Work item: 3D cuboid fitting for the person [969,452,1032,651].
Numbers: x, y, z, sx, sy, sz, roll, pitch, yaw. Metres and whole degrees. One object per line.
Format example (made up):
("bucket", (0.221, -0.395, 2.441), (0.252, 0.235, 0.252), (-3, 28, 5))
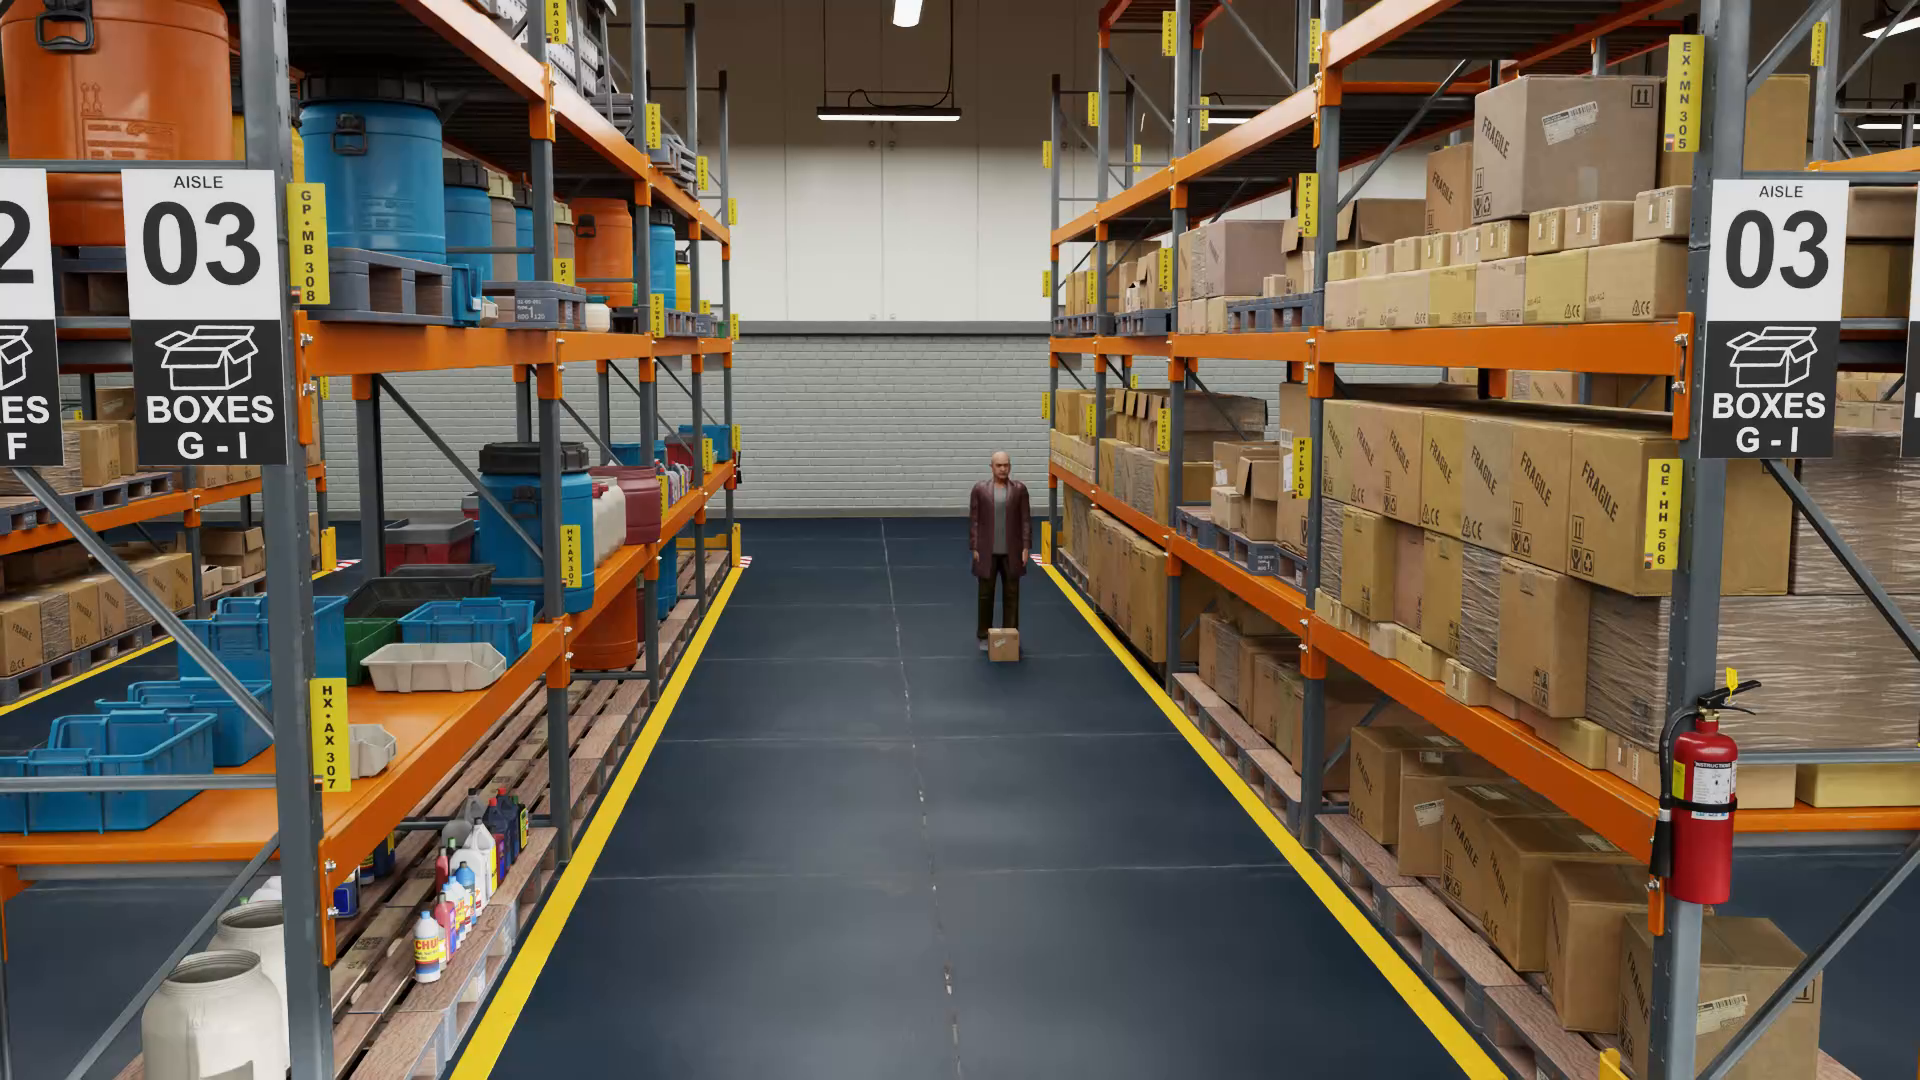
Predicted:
("person", (0.367, 0.121, 14.970), (0.566, 1.831, 0.435), (0, 7, -2))
